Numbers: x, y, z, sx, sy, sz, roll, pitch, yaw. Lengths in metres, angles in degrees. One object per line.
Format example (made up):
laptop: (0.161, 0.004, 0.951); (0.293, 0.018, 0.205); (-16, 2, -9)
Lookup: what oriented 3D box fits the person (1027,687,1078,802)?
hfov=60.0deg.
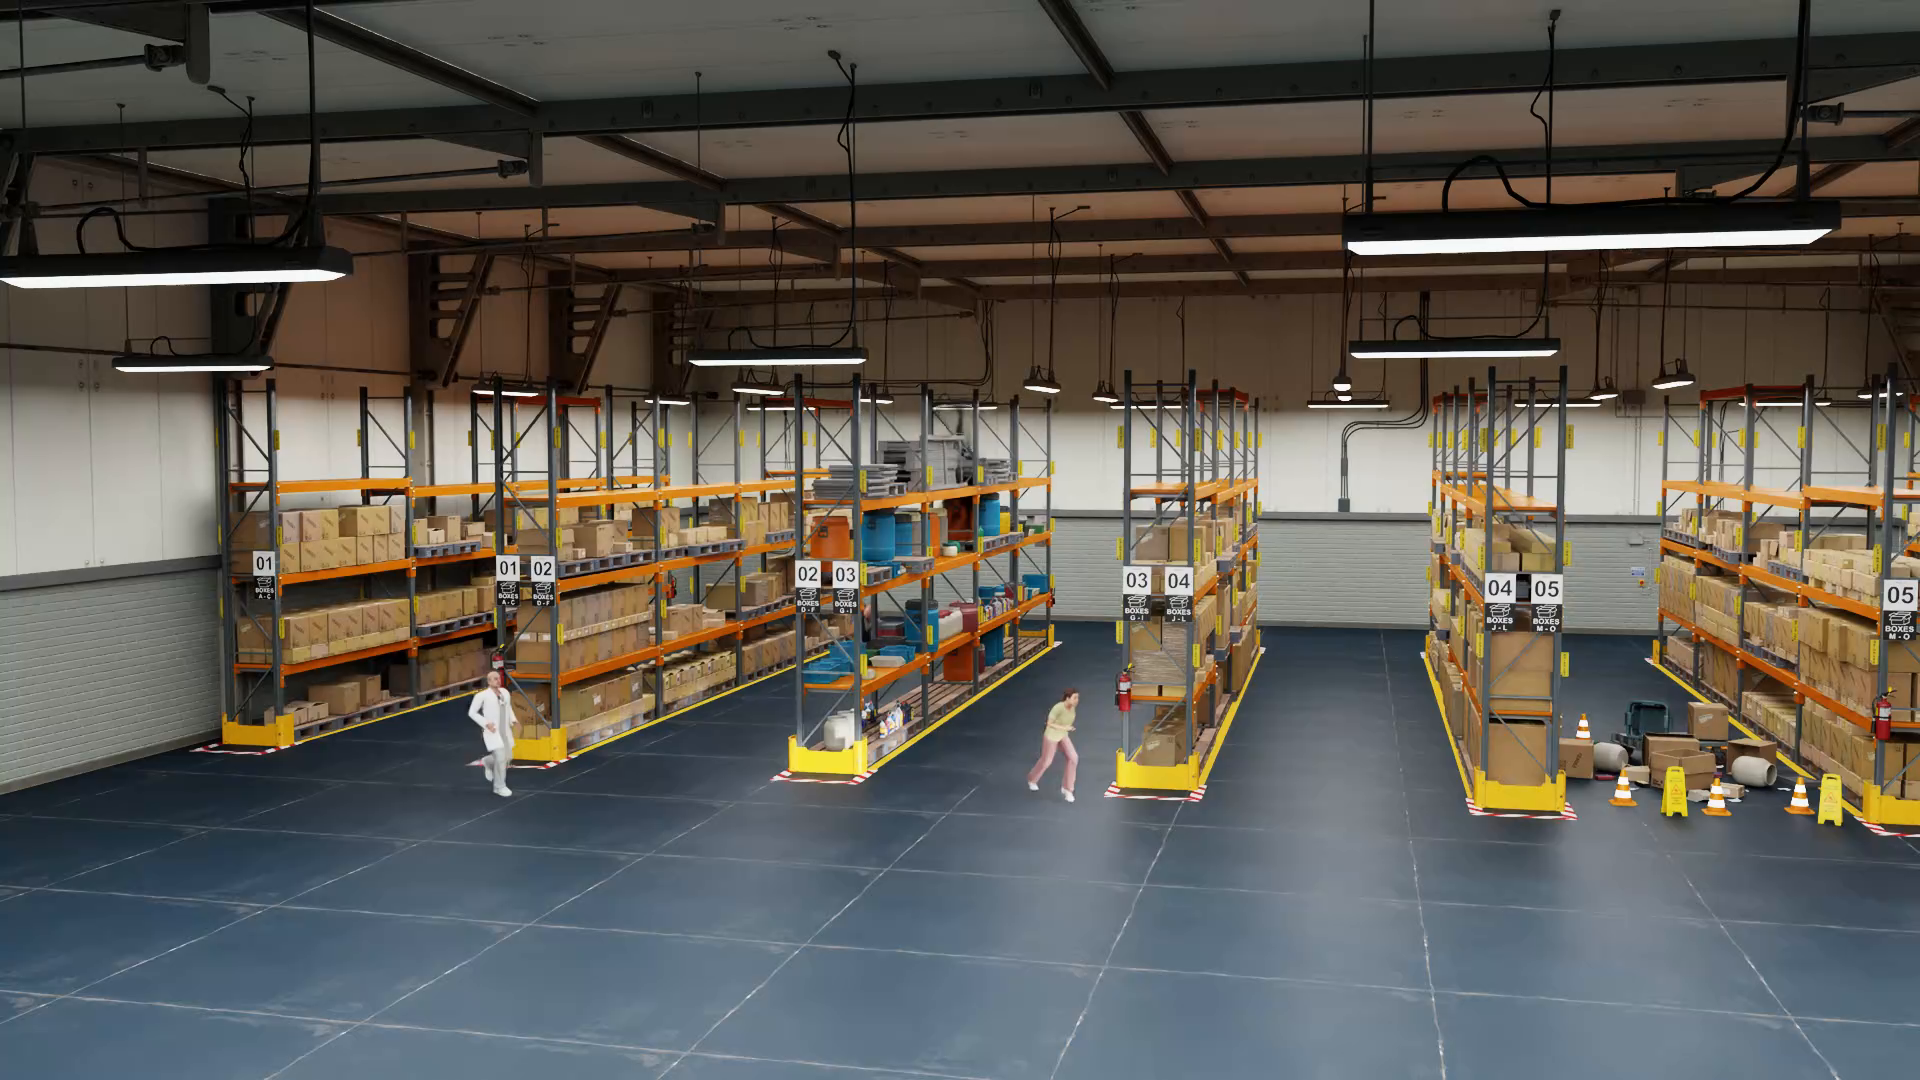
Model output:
person: (1.306, 2.836, 23.334); (0.617, 1.623, 0.943); (-3, 5, -45)

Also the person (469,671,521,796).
person: (-6.615, 2.730, 23.568); (0.719, 1.744, 0.712); (3, 4, 37)

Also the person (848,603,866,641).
person: (-2.051, 2.112, 34.620); (0.618, 1.607, 0.885); (1, 4, 12)

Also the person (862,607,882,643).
person: (-1.799, 2.160, 33.759); (0.636, 1.668, 0.809); (1, 4, 14)
